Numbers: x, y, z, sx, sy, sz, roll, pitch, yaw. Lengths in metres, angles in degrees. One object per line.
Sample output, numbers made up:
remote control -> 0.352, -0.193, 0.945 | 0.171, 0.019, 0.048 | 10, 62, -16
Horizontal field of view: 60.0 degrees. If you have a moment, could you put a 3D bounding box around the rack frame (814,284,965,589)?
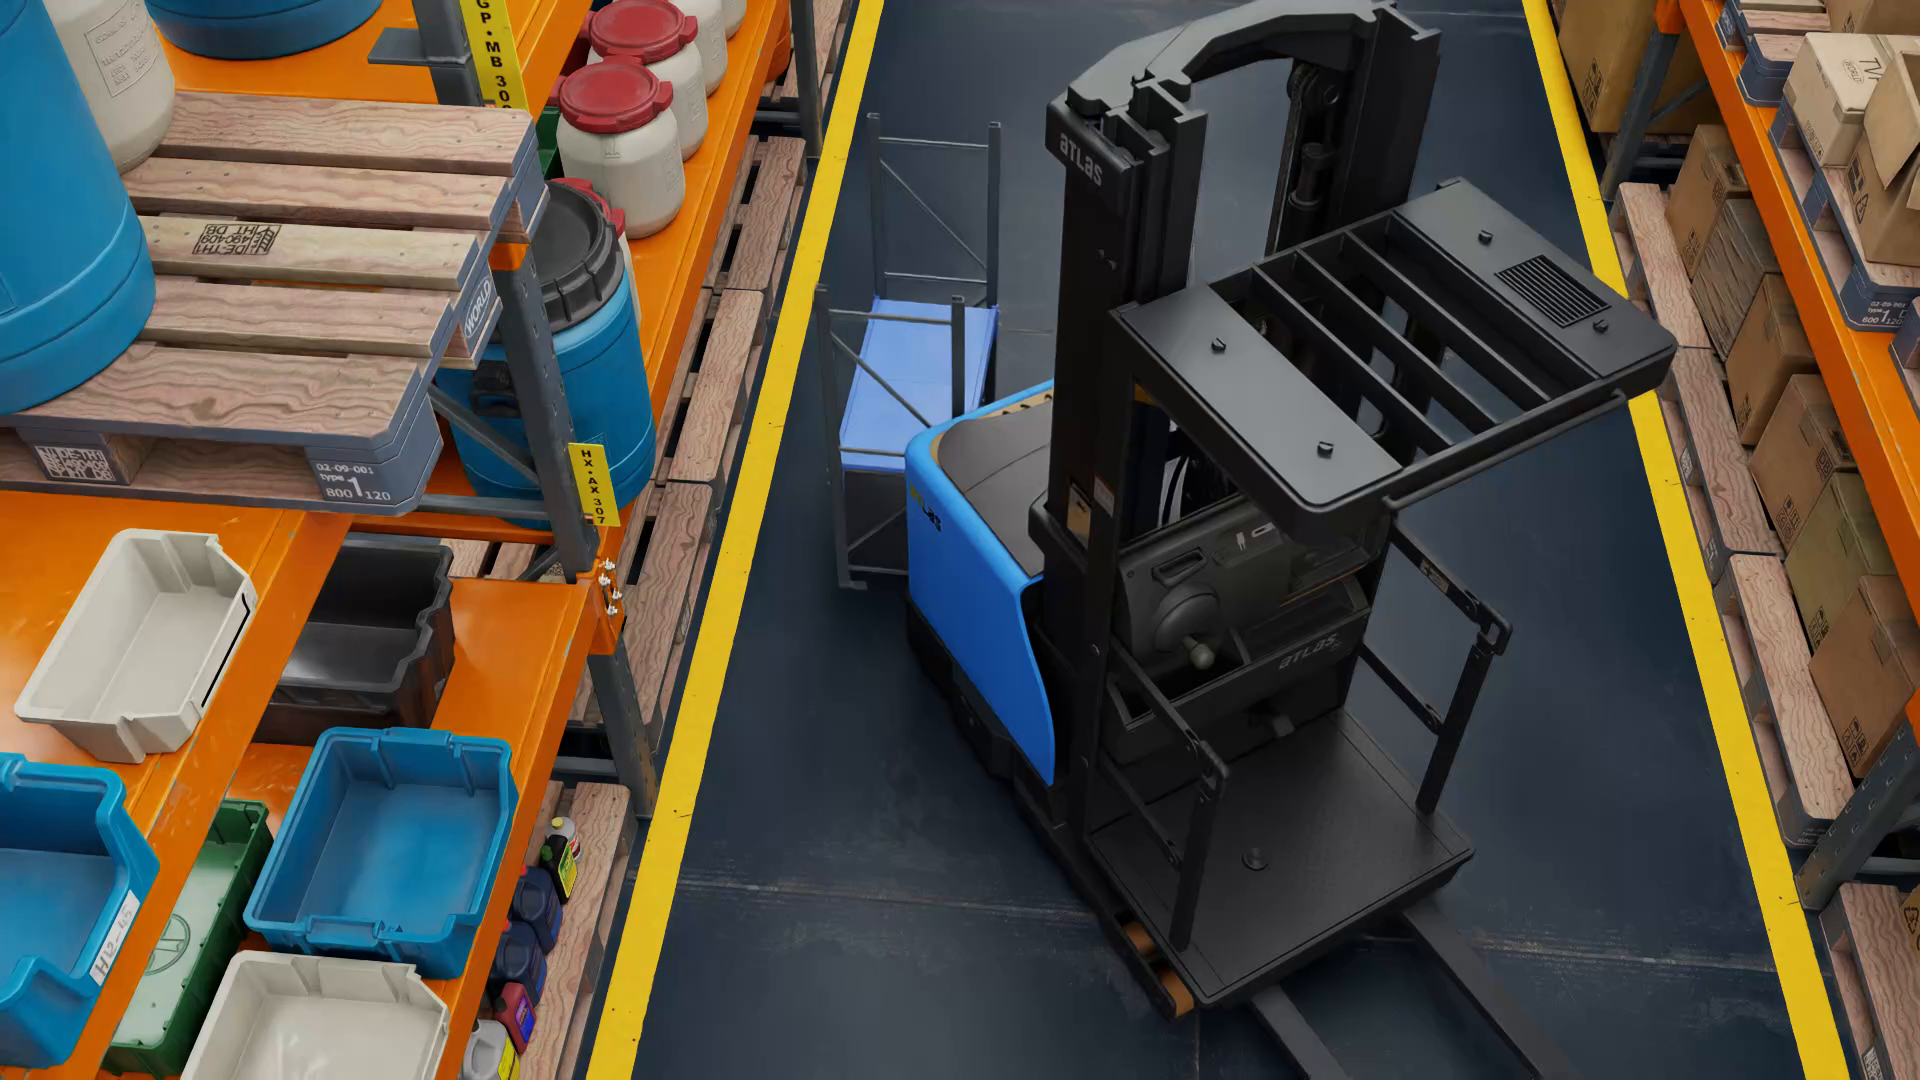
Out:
rack frame -> -0.233, -0.309, 6.042 | 0.500, 1.500, 0.032 | 6, 48, 5

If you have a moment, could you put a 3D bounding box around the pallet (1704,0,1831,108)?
pallet -> 3.760, -2.116, 6.808 | 1.213, 0.211, 1.003 | 4, 48, 4

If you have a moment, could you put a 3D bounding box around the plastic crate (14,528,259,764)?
plastic crate -> -1.322, 0.178, 2.726 | 0.243, 0.136, 0.396 | 4, 48, 4

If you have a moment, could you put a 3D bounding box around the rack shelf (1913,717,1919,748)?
rack shelf -> 3.172, 1.941, 3.456 | 1.077, 0.370, 4.000 | 4, 48, 4

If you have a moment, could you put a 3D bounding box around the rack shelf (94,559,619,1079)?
rack shelf -> -1.761, 1.607, 3.760 | 1.077, 0.370, 4.000 | 4, 48, 4

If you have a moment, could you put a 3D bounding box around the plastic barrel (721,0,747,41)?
plastic barrel -> -1.095, -2.312, 6.782 | 0.421, 0.512, 0.421 | 0, 48, 0

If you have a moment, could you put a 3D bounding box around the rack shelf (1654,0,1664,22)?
rack shelf -> 3.901, -3.938, 8.833 | 1.077, 0.370, 4.000 | 4, 48, 4

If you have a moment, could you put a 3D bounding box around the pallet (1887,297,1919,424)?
pallet -> 3.568, -0.259, 5.110 | 1.003, 0.211, 1.213 | 4, 48, 4

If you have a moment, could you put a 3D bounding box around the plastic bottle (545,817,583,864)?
plastic bottle -> -1.301, 0.979, 5.446 | 0.097, 0.201, 0.097 | 0, 48, 0

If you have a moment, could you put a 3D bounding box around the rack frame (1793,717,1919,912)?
rack frame -> 3.354, 0.228, 4.535 | 1.000, 3.000, 0.127 | 4, 48, 4

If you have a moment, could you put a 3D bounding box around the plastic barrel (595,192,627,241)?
plastic barrel -> -1.305, -1.021, 5.770 | 0.301, 0.262, 0.301 | 0, 48, 0

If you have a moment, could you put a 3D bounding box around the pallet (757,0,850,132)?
pallet -> -1.183, -2.685, 9.089 | 1.003, 0.211, 1.213 | 4, 48, 4

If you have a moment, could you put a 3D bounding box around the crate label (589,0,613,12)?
crate label -> -1.574, -2.344, 6.863 | 0.502, 0.435, 0.616 | 4, 48, 4

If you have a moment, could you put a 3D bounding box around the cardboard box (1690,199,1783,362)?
cardboard box -> 3.640, -1.114, 7.158 | 0.700, 0.500, 0.500 | 0, 48, 0

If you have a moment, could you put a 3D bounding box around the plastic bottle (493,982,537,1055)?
plastic bottle -> -1.341, 1.419, 4.988 | 0.061, 0.283, 0.133 | 7, 48, 6

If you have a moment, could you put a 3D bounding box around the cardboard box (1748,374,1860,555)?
cardboard box -> 3.544, -0.287, 6.401 | 0.700, 0.500, 0.500 | 0, 48, 0

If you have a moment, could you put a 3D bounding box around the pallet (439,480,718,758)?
pallet -> -1.545, 0.256, 6.398 | 1.003, 0.211, 1.213 | 4, 48, 4

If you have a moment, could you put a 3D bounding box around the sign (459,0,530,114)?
sign -> -1.032, -1.075, 3.688 | 0.100, 0.325, 0.005 | 4, 48, 4

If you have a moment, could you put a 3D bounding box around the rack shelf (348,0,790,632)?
rack shelf -> -1.396, -1.332, 6.449 | 1.077, 0.370, 4.000 | 4, 48, 4

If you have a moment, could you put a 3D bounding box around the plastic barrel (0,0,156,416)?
plastic barrel -> -1.776, -0.704, 2.730 | 0.600, 0.901, 0.708 | 4, 48, 4

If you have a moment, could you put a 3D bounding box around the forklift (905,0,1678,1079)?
forklift -> 0.969, 0.152, 4.651 | 1.130, 2.935, 3.031 | -23, 52, -20

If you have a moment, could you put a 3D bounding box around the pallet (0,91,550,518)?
pallet -> -1.547, -0.517, 3.311 | 1.213, 0.211, 1.003 | 4, 48, 4

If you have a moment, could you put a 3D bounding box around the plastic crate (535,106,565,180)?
plastic crate -> -1.701, -1.332, 6.105 | 0.450, 0.188, 0.662 | 4, 48, 4

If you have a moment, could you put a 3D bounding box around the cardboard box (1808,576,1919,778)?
cardboard box -> 3.431, 0.474, 5.706 | 0.700, 0.500, 0.500 | 1, 48, 1

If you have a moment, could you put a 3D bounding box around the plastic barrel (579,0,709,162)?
plastic barrel -> -1.167, -1.696, 6.202 | 0.433, 0.535, 0.433 | 0, 48, 0

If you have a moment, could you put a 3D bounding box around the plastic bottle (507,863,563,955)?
plastic bottle -> -1.350, 1.133, 5.204 | 0.144, 0.351, 0.185 | 3, 48, 2

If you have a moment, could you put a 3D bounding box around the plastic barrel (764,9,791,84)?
plastic barrel -> -1.186, -2.814, 8.503 | 0.600, 0.830, 0.708 | 4, 48, 4

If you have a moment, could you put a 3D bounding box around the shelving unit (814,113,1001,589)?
shelving unit -> -0.165, -0.681, 6.382 | 0.538, 1.500, 1.048 | 6, 48, 5

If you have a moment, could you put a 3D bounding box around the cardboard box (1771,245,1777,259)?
cardboard box -> 3.649, -1.384, 6.897 | 0.500, 0.250, 0.500 | 9, 48, 8

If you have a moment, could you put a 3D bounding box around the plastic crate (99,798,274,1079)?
plastic crate -> -1.983, 0.945, 4.022 | 0.450, 0.188, 0.662 | 4, 48, 4

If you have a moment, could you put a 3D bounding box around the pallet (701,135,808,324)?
pallet -> -1.323, -1.537, 8.038 | 1.003, 0.211, 1.213 | 4, 48, 4

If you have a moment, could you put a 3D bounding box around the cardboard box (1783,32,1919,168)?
cardboard box -> 3.337, -1.586, 6.011 | 0.500, 0.250, 0.500 | 3, 48, 2

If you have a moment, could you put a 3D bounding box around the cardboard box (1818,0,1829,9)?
cardboard box -> 3.709, -2.487, 6.666 | 0.500, 0.500, 0.500 | -1, 48, -1

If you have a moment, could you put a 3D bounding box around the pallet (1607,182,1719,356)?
pallet -> 3.646, -1.196, 7.727 | 1.003, 0.211, 1.213 | 4, 48, 4

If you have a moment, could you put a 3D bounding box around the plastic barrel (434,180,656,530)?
plastic barrel -> -1.241, -0.538, 4.895 | 0.600, 0.901, 0.708 | 4, 48, 4

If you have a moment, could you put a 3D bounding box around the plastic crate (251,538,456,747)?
plastic crate -> -1.753, 0.292, 4.518 | 0.767, 0.338, 0.504 | 4, 48, 4

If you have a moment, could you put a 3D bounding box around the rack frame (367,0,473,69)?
rack frame -> -1.578, -2.130, 2.625 | 1.000, 3.000, 0.127 | 4, 48, 4

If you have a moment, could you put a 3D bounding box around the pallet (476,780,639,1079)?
pallet -> -1.681, 1.327, 5.419 | 1.003, 0.211, 1.213 | 4, 48, 4

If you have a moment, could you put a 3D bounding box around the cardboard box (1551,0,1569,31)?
cardboard box -> 3.891, -3.296, 8.913 | 1.225, 0.875, 0.875 | 4, 48, 4
